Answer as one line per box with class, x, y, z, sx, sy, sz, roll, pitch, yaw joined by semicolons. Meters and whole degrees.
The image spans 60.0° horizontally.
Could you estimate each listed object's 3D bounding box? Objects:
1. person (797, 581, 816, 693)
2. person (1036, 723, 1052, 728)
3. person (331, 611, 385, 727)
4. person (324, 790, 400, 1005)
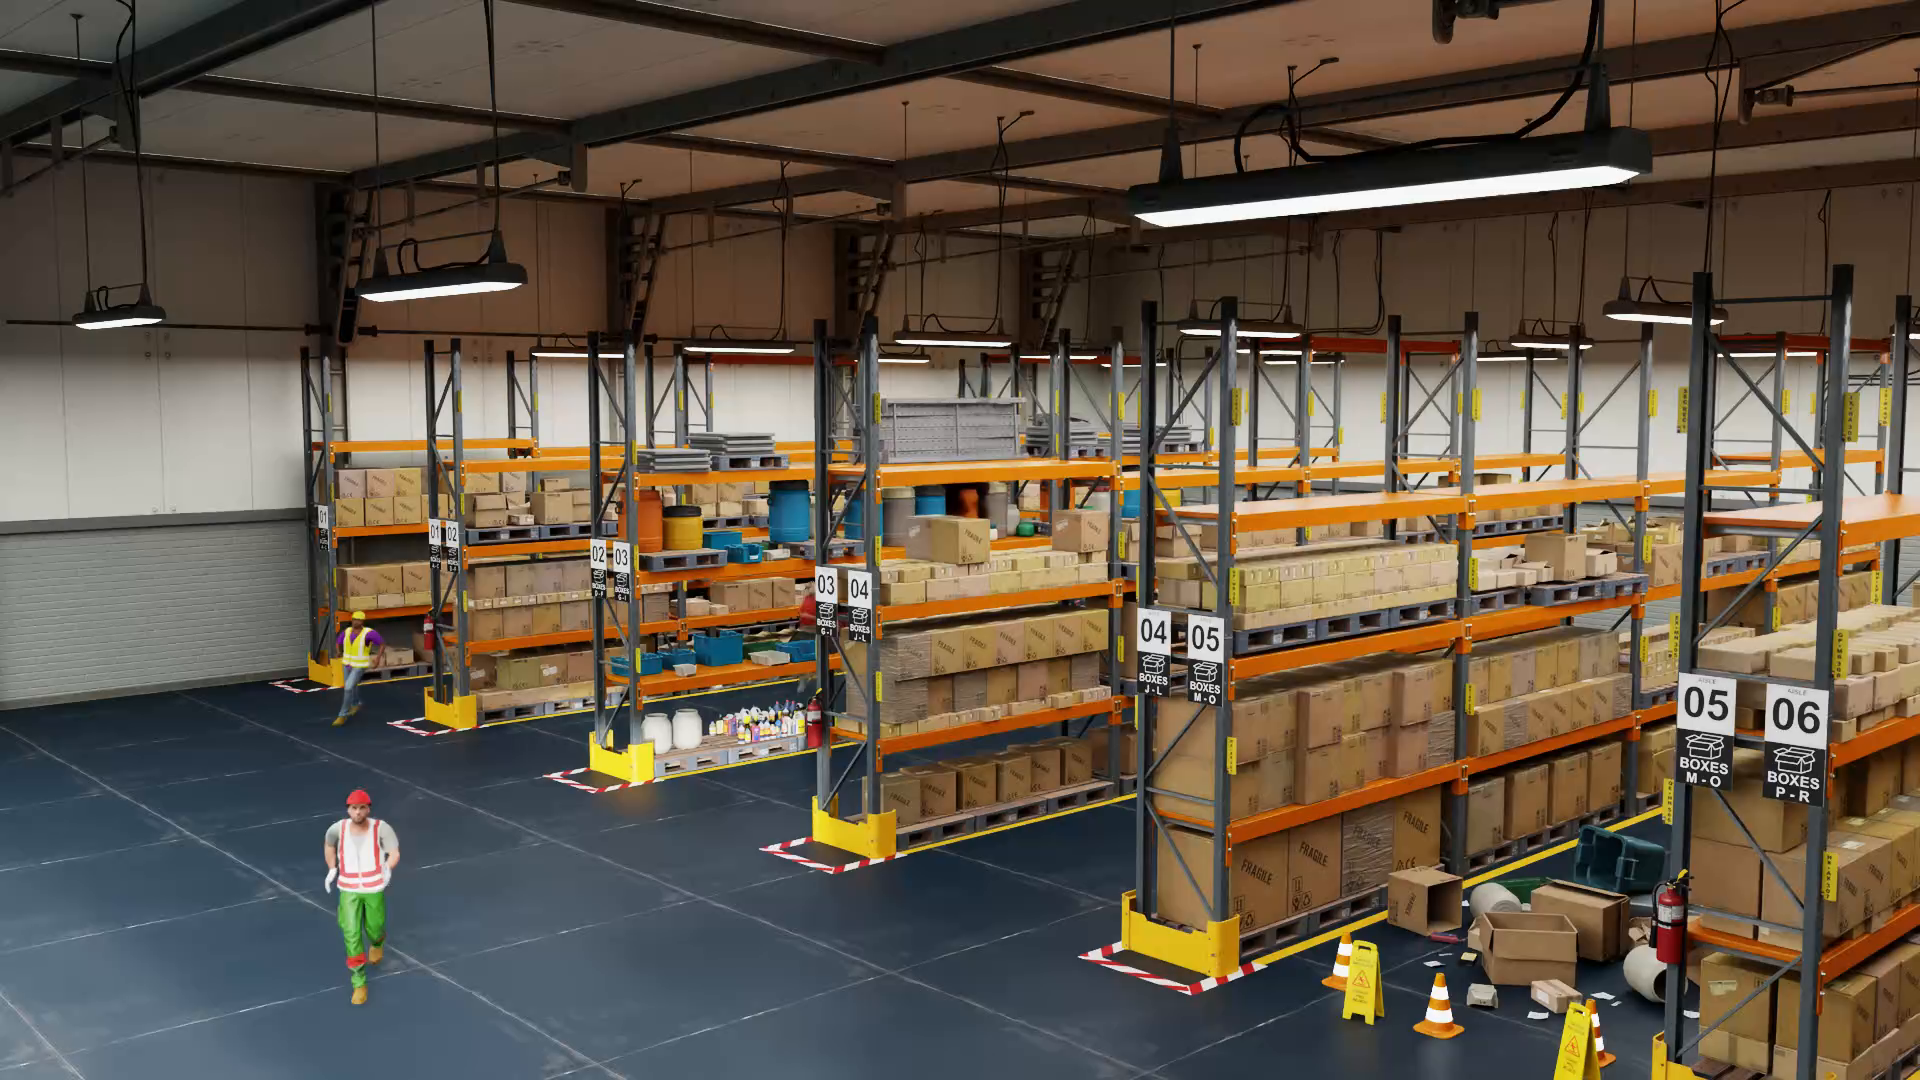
person;-2.452;1.607;27.682;0.634;1.855;0.733;3;6;32
person;1.341;1.896;24.473;0.585;1.694;0.614;-5;7;-44
person;-9.507;1.988;26.128;0.758;1.766;0.915;1;5;15
person;-5.182;3.013;14.429;0.631;1.774;0.962;-1;5;-15
